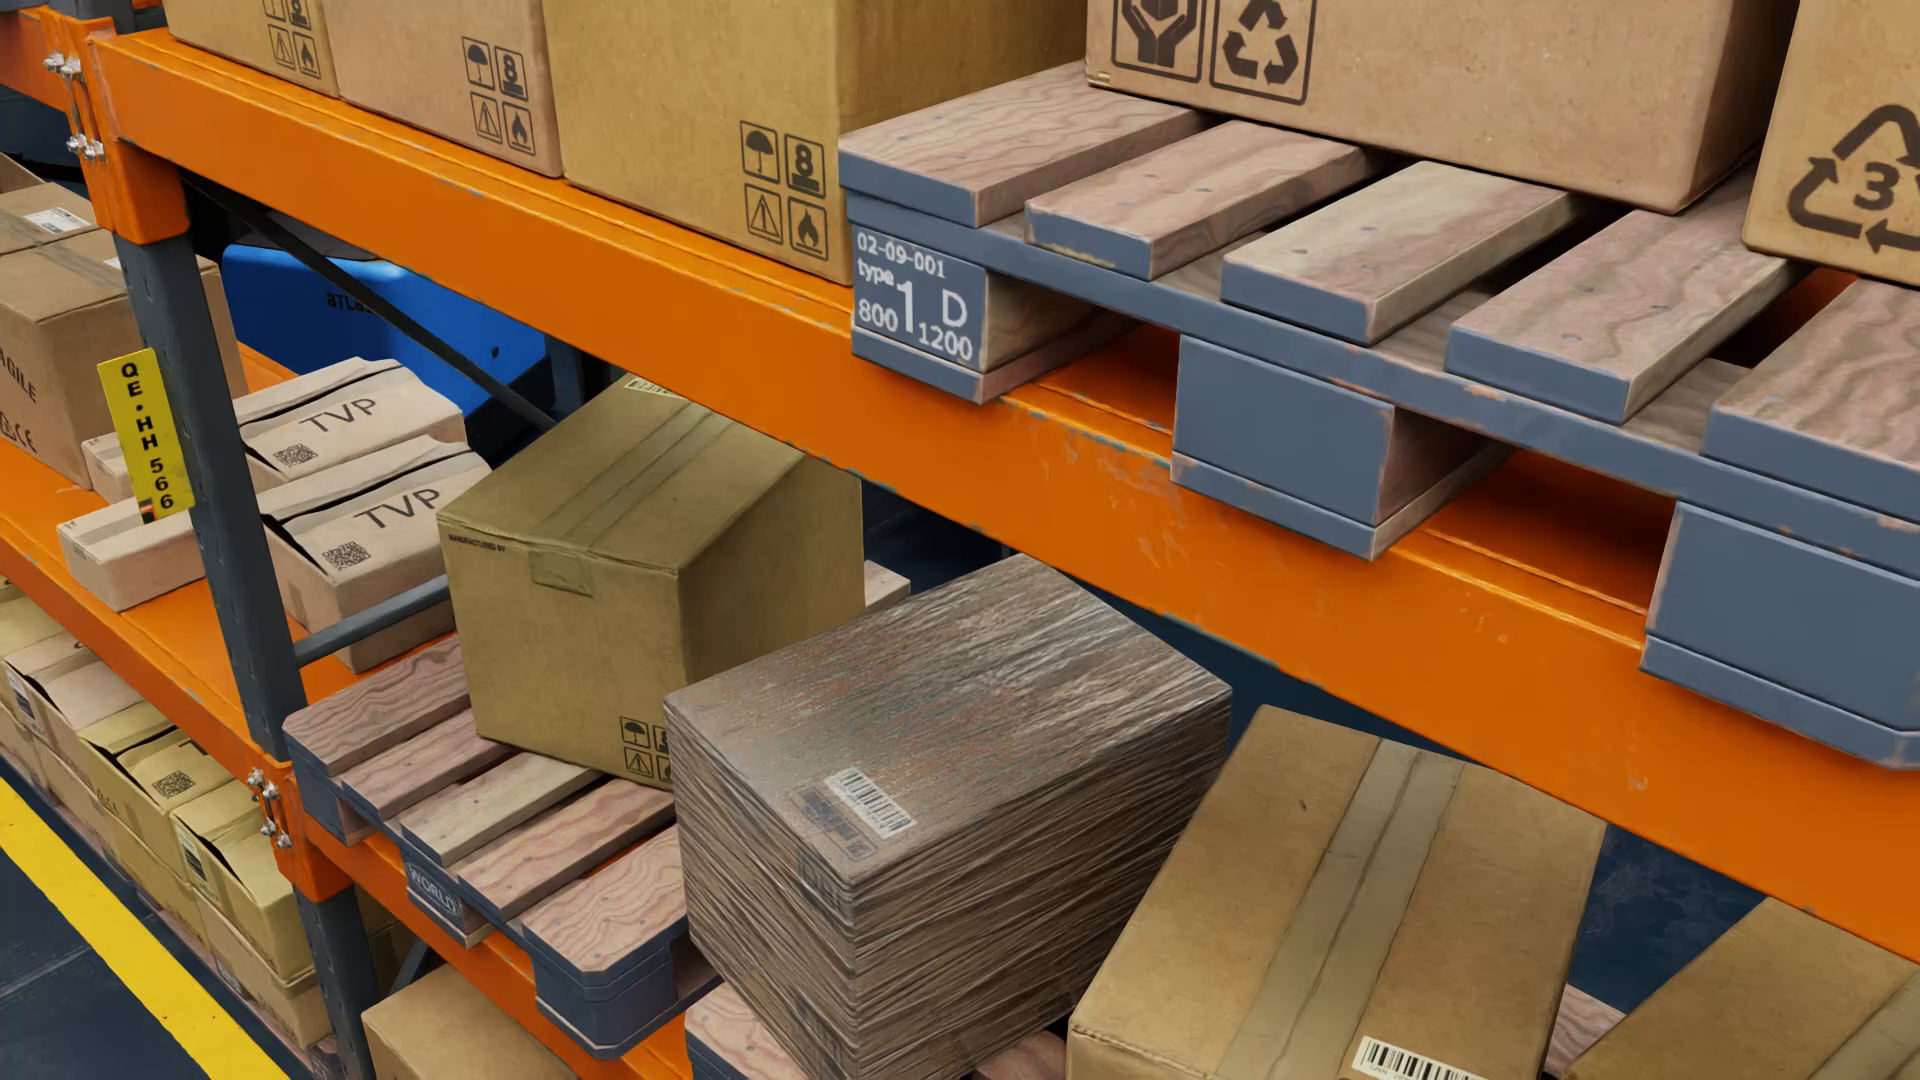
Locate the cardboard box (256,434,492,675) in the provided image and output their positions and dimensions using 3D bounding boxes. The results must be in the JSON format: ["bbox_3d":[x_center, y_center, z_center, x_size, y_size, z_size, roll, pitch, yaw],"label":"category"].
[{"bbox_3d":[-1.349,-0.008,3.941,0.500,0.311,0.500,-27,40,-37],"label":"cardboard box"}]

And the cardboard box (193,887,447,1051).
[{"bbox_3d":[-1.662,1.006,4.430,0.500,0.250,0.500,26,40,36],"label":"cardboard box"}]

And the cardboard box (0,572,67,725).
[{"bbox_3d":[-2.794,0.240,5.159,0.500,0.311,0.500,26,40,36],"label":"cardboard box"}]

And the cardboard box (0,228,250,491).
[{"bbox_3d":[-2.363,-0.521,4.610,0.500,0.500,0.500,23,38,33],"label":"cardboard box"}]

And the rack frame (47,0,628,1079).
[{"bbox_3d":[-1.108,0.096,3.682,0.127,3.000,1.000,25,39,35],"label":"rack frame"}]

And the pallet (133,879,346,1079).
[{"bbox_3d":[-1.692,0.991,4.899,1.213,0.211,1.003,25,39,35],"label":"pallet"}]

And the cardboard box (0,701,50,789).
[{"bbox_3d":[-2.801,0.477,5.309,0.500,0.250,0.500,26,40,36],"label":"cardboard box"}]

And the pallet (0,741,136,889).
[{"bbox_3d":[-2.593,0.569,5.600,1.213,0.211,1.003,25,39,35],"label":"pallet"}]

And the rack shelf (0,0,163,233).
[{"bbox_3d":[-2.591,-1.573,4.243,4.000,0.370,1.077,25,39,35],"label":"rack shelf"}]

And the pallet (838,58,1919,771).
[{"bbox_3d":[0.650,-0.334,1.671,1.003,0.211,1.213,25,39,35],"label":"pallet"}]

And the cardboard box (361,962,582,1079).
[{"bbox_3d":[-0.963,1.246,3.770,0.500,0.500,0.500,27,40,37],"label":"cardboard box"}]

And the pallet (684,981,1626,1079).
[{"bbox_3d":[0.337,0.850,2.616,1.213,0.211,1.003,25,39,35],"label":"pallet"}]

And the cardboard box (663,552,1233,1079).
[{"bbox_3d":[-0.016,0.438,2.610,0.700,0.500,0.500,-21,37,-31],"label":"cardboard box"}]

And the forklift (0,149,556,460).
[{"bbox_3d":[-3.437,-1.859,6.996,3.031,2.935,1.130,10,32,16],"label":"forklift"}]

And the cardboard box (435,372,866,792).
[{"bbox_3d":[-0.566,0.048,3.257,0.500,0.500,0.700,12,33,19],"label":"cardboard box"}]

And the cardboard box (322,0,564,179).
[{"bbox_3d":[-0.384,-0.917,2.359,0.500,0.500,0.910,25,39,35],"label":"cardboard box"}]

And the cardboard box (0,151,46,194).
[{"bbox_3d":[-3.125,-0.876,5.201,0.500,0.500,0.500,-26,40,-36],"label":"cardboard box"}]

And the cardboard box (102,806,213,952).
[{"bbox_3d":[-2.047,0.829,4.724,0.500,0.250,0.500,25,39,35],"label":"cardboard box"}]

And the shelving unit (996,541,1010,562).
[{"bbox_3d":[-0.063,-0.672,6.412,1.048,1.500,0.538,25,39,35],"label":"shelving unit"}]

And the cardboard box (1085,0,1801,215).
[{"bbox_3d":[0.543,-0.733,1.550,0.600,0.600,0.600,23,38,33],"label":"cardboard box"}]

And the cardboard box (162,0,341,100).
[{"bbox_3d":[-0.762,-1.093,2.653,0.500,0.500,0.910,25,39,35],"label":"cardboard box"}]

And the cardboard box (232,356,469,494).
[{"bbox_3d":[-1.641,-0.249,4.342,0.500,0.311,0.500,25,39,35],"label":"cardboard box"}]

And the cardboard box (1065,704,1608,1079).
[{"bbox_3d":[0.506,0.670,2.224,0.500,0.500,0.700,15,34,23],"label":"cardboard box"}]

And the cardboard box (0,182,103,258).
[{"bbox_3d":[-2.754,-0.703,4.913,0.500,0.500,0.500,25,39,35],"label":"cardboard box"}]

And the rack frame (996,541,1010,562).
[{"bbox_3d":[0.314,-0.496,6.120,0.032,1.500,0.500,25,39,35],"label":"rack frame"}]

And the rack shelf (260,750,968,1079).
[{"bbox_3d":[0.375,1.097,2.717,4.000,0.370,1.077,25,39,35],"label":"rack shelf"}]

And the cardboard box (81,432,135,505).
[{"bbox_3d":[-2.092,-0.216,4.444,0.380,0.149,0.250,-26,40,-36],"label":"cardboard box"}]

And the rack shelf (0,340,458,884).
[{"bbox_3d":[-2.591,-0.288,5.017,4.000,0.370,1.077,25,39,35],"label":"rack shelf"}]

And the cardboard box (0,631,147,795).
[{"bbox_3d":[-2.424,0.414,4.869,0.500,0.311,0.500,25,39,35],"label":"cardboard box"}]

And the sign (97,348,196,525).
[{"bbox_3d":[-1.478,-0.186,3.028,0.005,0.325,0.100,25,39,35],"label":"sign"}]

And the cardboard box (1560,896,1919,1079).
[{"bbox_3d":[1.104,0.795,2.017,0.700,0.500,0.500,-22,38,-32],"label":"cardboard box"}]

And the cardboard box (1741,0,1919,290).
[{"bbox_3d":[1.023,-0.495,1.155,0.600,0.600,0.600,25,39,35],"label":"cardboard box"}]

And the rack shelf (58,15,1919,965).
[{"bbox_3d":[0.375,-0.188,1.944,4.000,0.370,1.077,25,39,35],"label":"rack shelf"}]

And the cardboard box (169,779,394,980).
[{"bbox_3d":[-1.662,0.767,4.282,0.500,0.311,0.500,26,40,36],"label":"cardboard box"}]

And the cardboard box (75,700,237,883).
[{"bbox_3d":[-2.052,0.590,4.577,0.500,0.311,0.500,24,39,34],"label":"cardboard box"}]

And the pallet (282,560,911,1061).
[{"bbox_3d":[-0.559,0.386,3.386,1.003,0.211,1.213,25,39,35],"label":"pallet"}]

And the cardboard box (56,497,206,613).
[{"bbox_3d":[-1.960,-0.002,4.088,0.250,0.149,0.380,25,39,35],"label":"cardboard box"}]

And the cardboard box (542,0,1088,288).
[{"bbox_3d":[0.001,-0.737,2.061,0.500,0.500,0.910,25,39,35],"label":"cardboard box"}]

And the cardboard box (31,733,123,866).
[{"bbox_3d":[-2.417,0.653,5.015,0.500,0.250,0.500,26,40,36],"label":"cardboard box"}]
